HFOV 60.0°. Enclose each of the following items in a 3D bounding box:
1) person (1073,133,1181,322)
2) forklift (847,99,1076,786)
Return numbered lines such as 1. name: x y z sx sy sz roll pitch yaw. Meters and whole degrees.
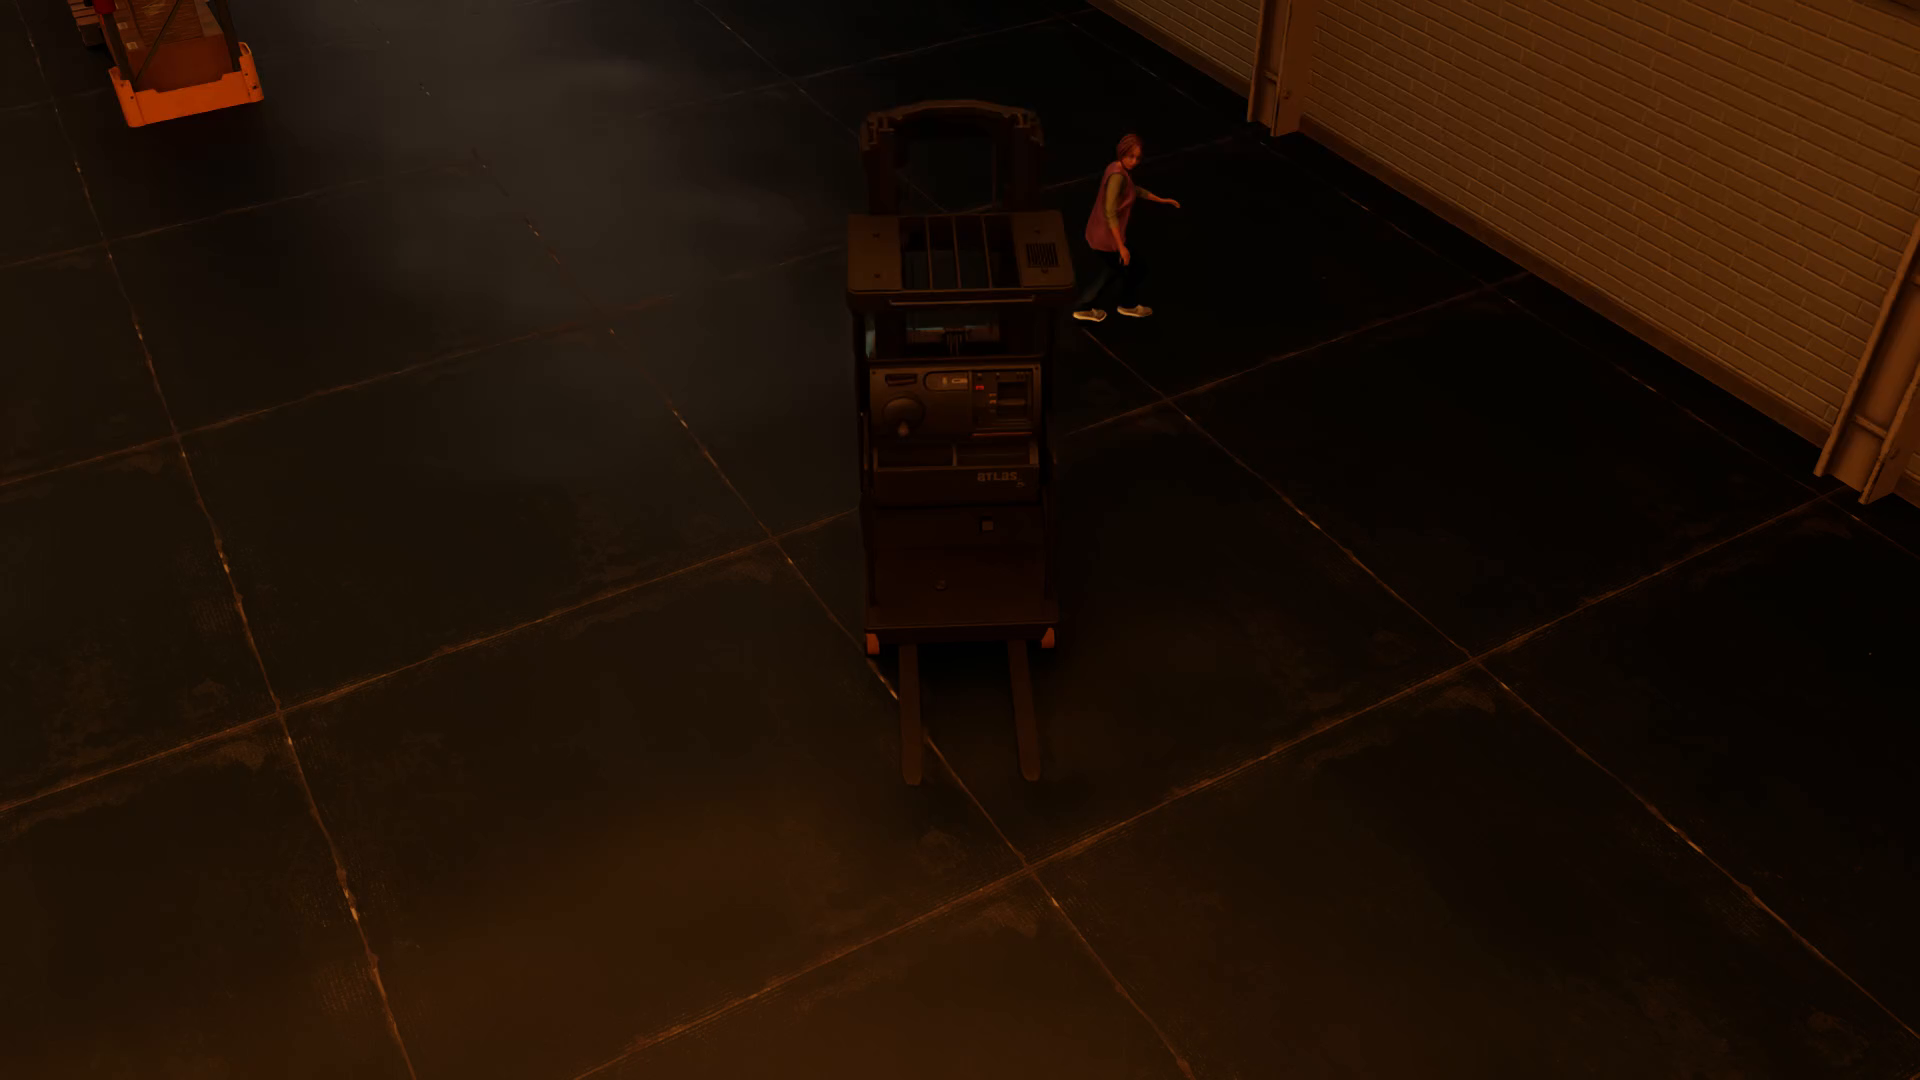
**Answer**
1. person: 1.206 -2.129 11.765 0.773 1.477 0.730 -7 40 -8
2. forklift: -0.010 -0.683 8.859 1.130 2.935 3.031 -2 40 -2
